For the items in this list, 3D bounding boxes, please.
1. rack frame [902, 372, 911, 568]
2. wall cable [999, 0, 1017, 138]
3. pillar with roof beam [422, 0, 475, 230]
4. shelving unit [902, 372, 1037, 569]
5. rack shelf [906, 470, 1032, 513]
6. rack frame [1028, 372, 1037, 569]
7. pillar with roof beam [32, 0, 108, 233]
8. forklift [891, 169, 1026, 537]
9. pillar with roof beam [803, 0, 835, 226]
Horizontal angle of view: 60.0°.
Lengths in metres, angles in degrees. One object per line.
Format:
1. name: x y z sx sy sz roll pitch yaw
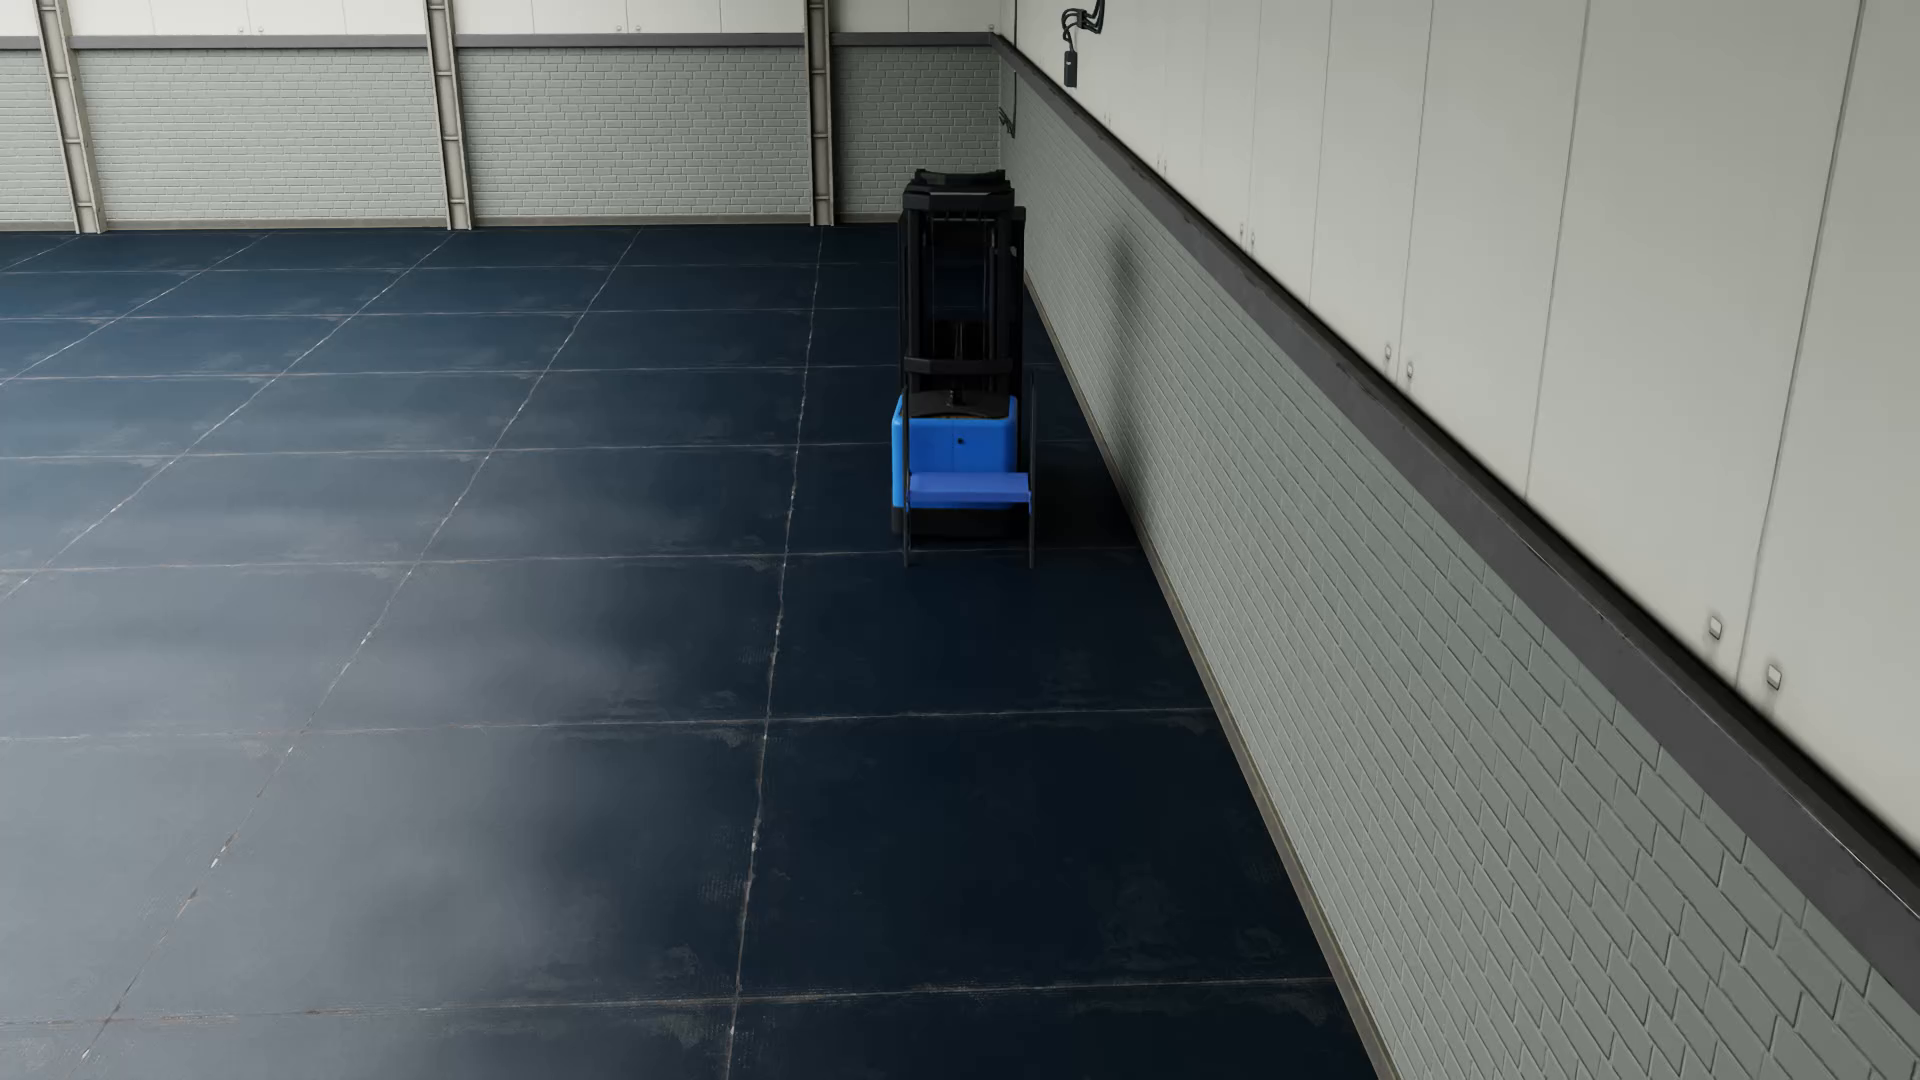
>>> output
1. rack frame: -0.433 -0.563 13.424 0.032 1.500 0.500 0 21 1
2. wall cable: 0.700 -7.669 25.913 0.112 2.526 3.097 -1 21 -3
3. pillar with roof beam: -8.061 -7.879 22.100 0.400 9.000 9.100 -1 21 -3
4. shelving unit: 0.075 -0.561 13.417 1.048 1.500 0.538 0 21 1
5. rack shelf: 0.075 -0.392 13.481 1.000 0.185 0.538 0 21 1
6. rack frame: 0.584 -0.558 13.409 0.032 1.500 0.500 0 21 1
7. pillar with roof beam: -14.051 -7.757 21.780 0.400 9.000 9.100 -1 21 -3
8. forklift: 0.024 -1.873 14.853 1.130 2.935 3.031 1 21 3
9. pillar with roof beam: -2.071 -8.001 22.421 0.400 9.000 9.100 -1 21 -3
